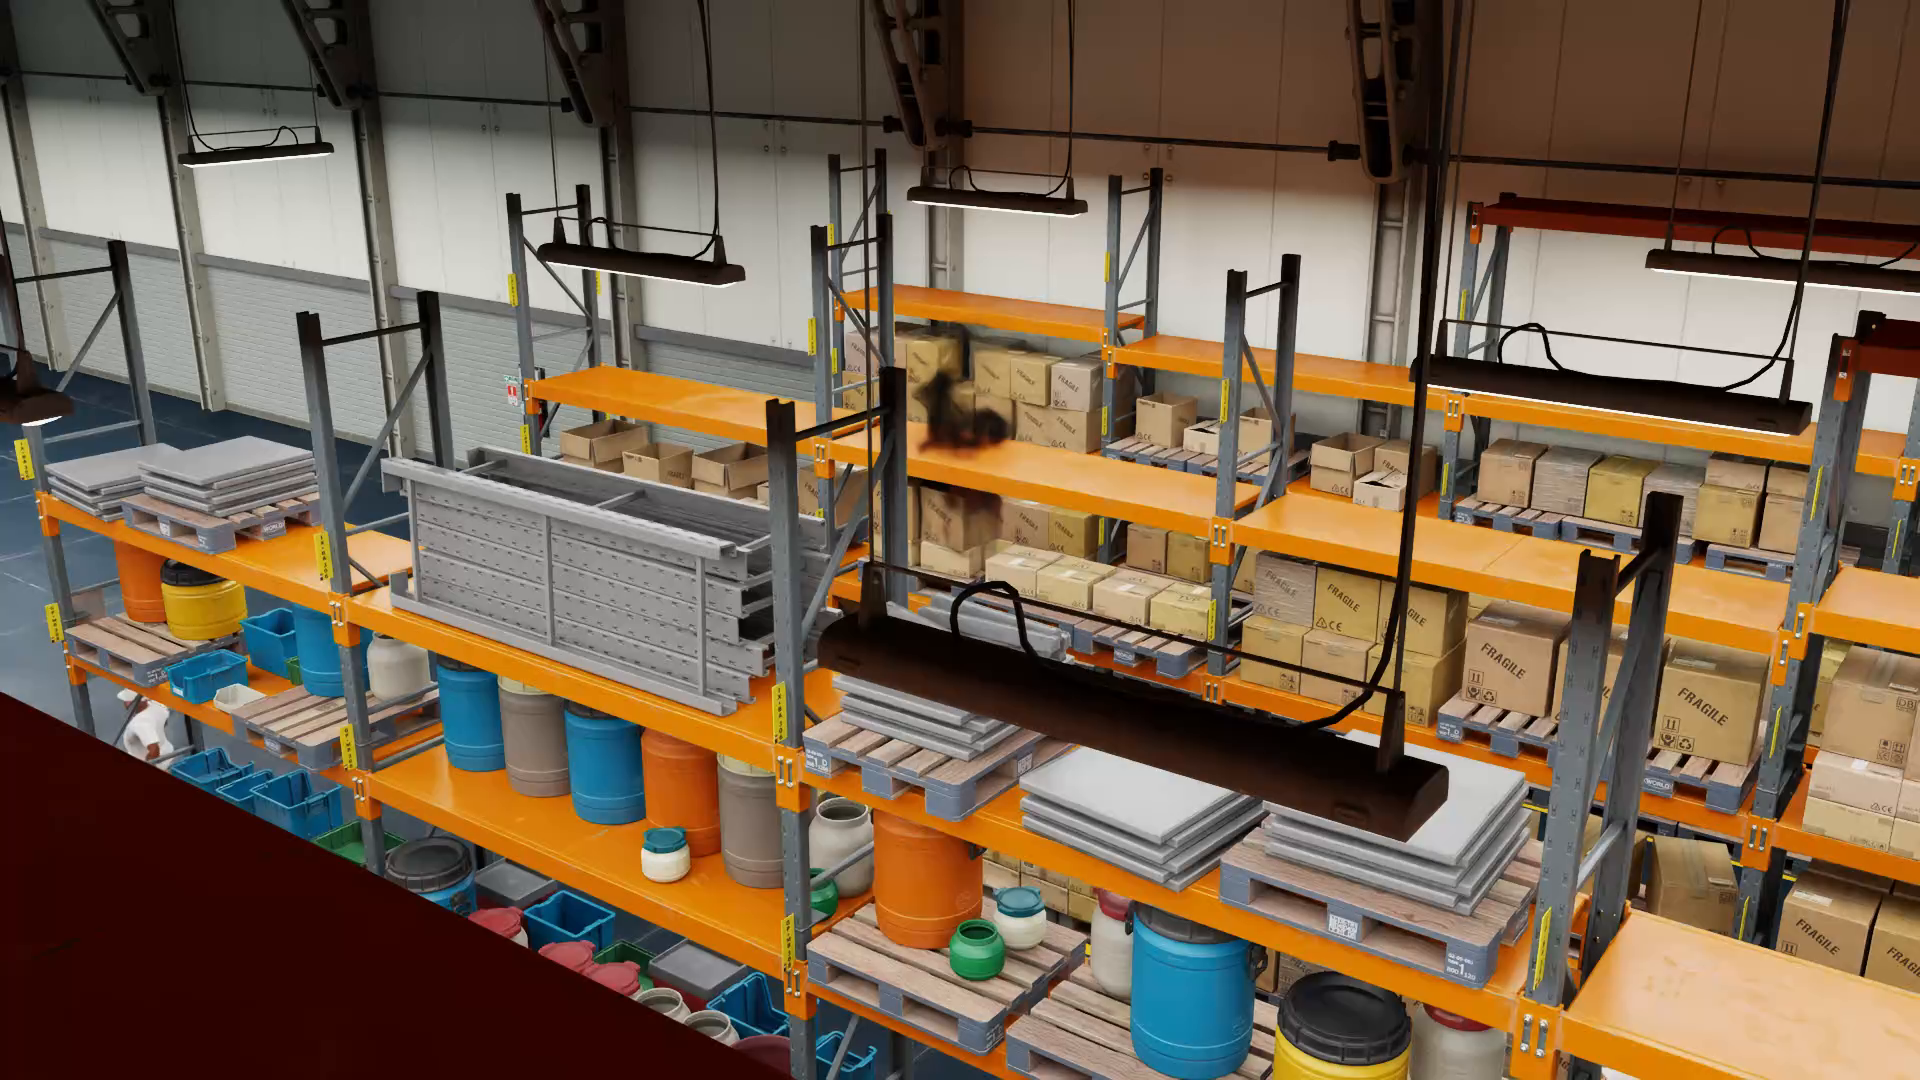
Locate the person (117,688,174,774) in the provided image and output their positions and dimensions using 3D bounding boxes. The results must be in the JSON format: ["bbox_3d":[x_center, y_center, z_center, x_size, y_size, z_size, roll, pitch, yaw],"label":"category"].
[{"bbox_3d":[-7.729,2.152,15.883,0.890,1.761,0.768,-2,19,-5],"label":"person"}]

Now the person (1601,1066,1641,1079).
[{"bbox_3d":[4.029,4.008,10.299,0.984,1.793,0.655,9,21,26],"label":"person"}]
